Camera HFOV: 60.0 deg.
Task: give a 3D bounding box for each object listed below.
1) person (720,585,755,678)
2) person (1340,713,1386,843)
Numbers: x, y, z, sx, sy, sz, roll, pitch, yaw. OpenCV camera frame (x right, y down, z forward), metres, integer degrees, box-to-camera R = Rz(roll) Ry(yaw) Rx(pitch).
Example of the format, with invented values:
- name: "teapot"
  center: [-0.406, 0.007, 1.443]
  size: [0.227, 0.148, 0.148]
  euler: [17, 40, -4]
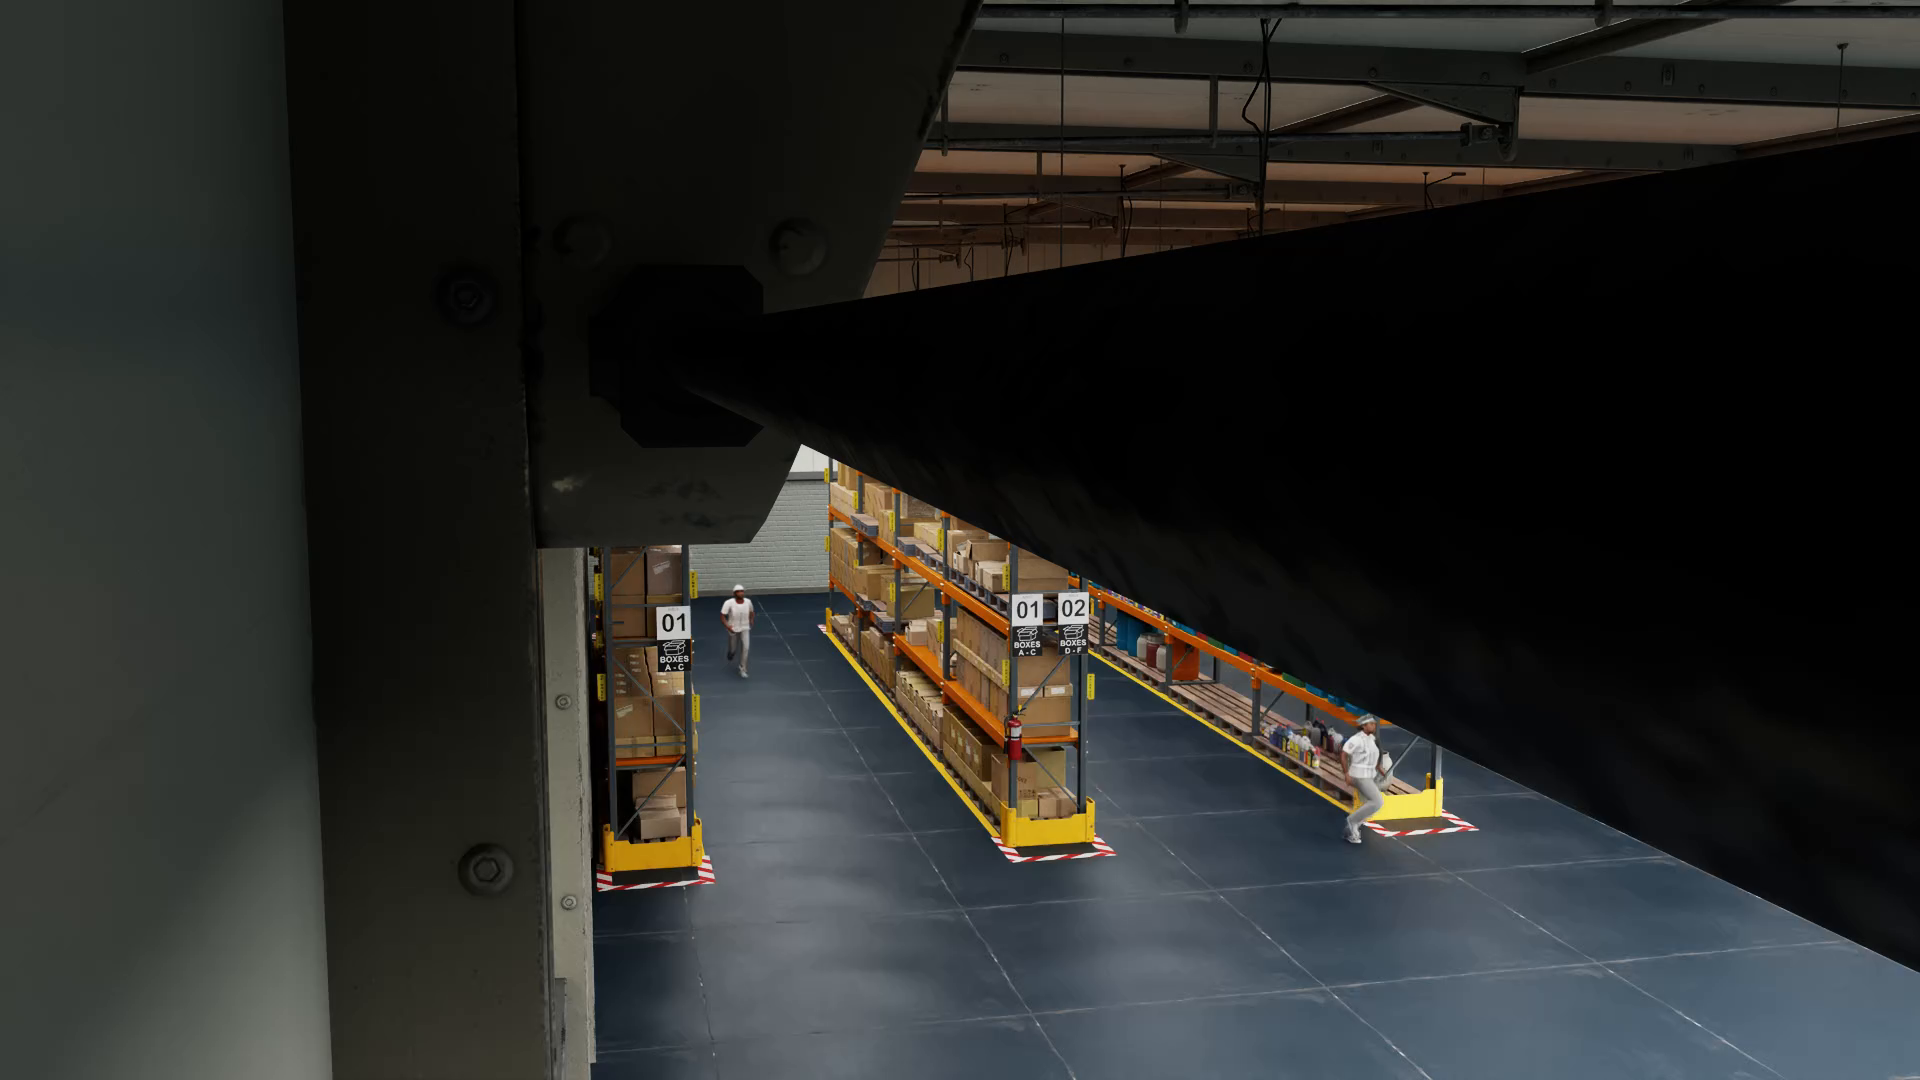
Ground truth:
- name: "person"
  center: [-4.243, 1.717, 31.851]
  size: [0.688, 1.737, 0.944]
  euler: [-2, 7, -18]
- name: "person"
  center: [5.183, 3.016, 21.126]
  size: [0.553, 1.627, 0.598]
  euler: [6, 9, 39]
